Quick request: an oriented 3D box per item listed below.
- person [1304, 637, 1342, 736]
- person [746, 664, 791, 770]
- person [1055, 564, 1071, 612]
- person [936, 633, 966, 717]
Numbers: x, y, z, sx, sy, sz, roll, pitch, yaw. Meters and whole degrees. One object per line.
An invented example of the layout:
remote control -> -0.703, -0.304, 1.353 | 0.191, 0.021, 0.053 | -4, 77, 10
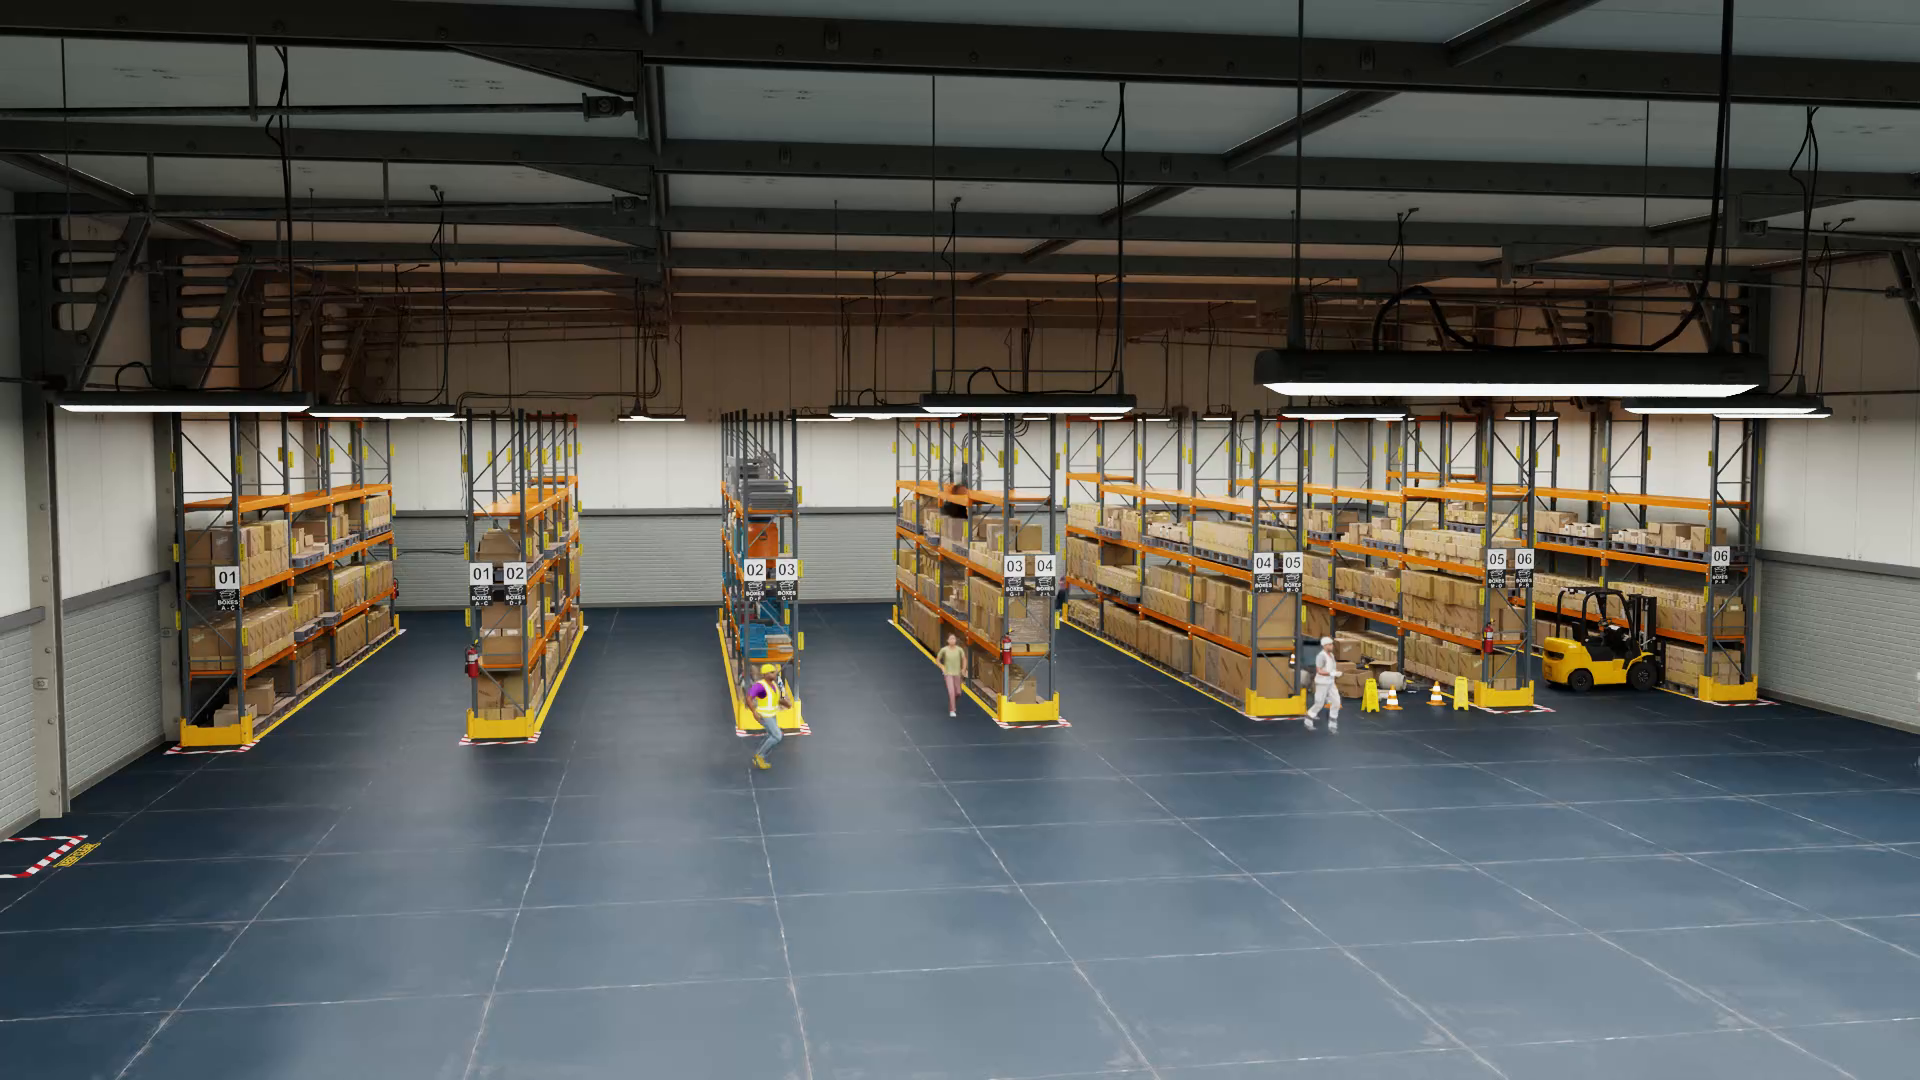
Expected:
person -> 6.729, 2.705, 30.637 | 0.775, 1.864, 0.681 | 4, 5, 42
person -> -3.149, 2.924, 27.581 | 0.633, 1.738, 0.700 | 1, 4, 15
person -> 3.070, 1.475, 49.902 | 0.721, 1.542, 0.657 | 0, 4, 7
person -> -0.174, 2.627, 32.641 | 0.608, 1.621, 0.667 | -1, 4, -11
